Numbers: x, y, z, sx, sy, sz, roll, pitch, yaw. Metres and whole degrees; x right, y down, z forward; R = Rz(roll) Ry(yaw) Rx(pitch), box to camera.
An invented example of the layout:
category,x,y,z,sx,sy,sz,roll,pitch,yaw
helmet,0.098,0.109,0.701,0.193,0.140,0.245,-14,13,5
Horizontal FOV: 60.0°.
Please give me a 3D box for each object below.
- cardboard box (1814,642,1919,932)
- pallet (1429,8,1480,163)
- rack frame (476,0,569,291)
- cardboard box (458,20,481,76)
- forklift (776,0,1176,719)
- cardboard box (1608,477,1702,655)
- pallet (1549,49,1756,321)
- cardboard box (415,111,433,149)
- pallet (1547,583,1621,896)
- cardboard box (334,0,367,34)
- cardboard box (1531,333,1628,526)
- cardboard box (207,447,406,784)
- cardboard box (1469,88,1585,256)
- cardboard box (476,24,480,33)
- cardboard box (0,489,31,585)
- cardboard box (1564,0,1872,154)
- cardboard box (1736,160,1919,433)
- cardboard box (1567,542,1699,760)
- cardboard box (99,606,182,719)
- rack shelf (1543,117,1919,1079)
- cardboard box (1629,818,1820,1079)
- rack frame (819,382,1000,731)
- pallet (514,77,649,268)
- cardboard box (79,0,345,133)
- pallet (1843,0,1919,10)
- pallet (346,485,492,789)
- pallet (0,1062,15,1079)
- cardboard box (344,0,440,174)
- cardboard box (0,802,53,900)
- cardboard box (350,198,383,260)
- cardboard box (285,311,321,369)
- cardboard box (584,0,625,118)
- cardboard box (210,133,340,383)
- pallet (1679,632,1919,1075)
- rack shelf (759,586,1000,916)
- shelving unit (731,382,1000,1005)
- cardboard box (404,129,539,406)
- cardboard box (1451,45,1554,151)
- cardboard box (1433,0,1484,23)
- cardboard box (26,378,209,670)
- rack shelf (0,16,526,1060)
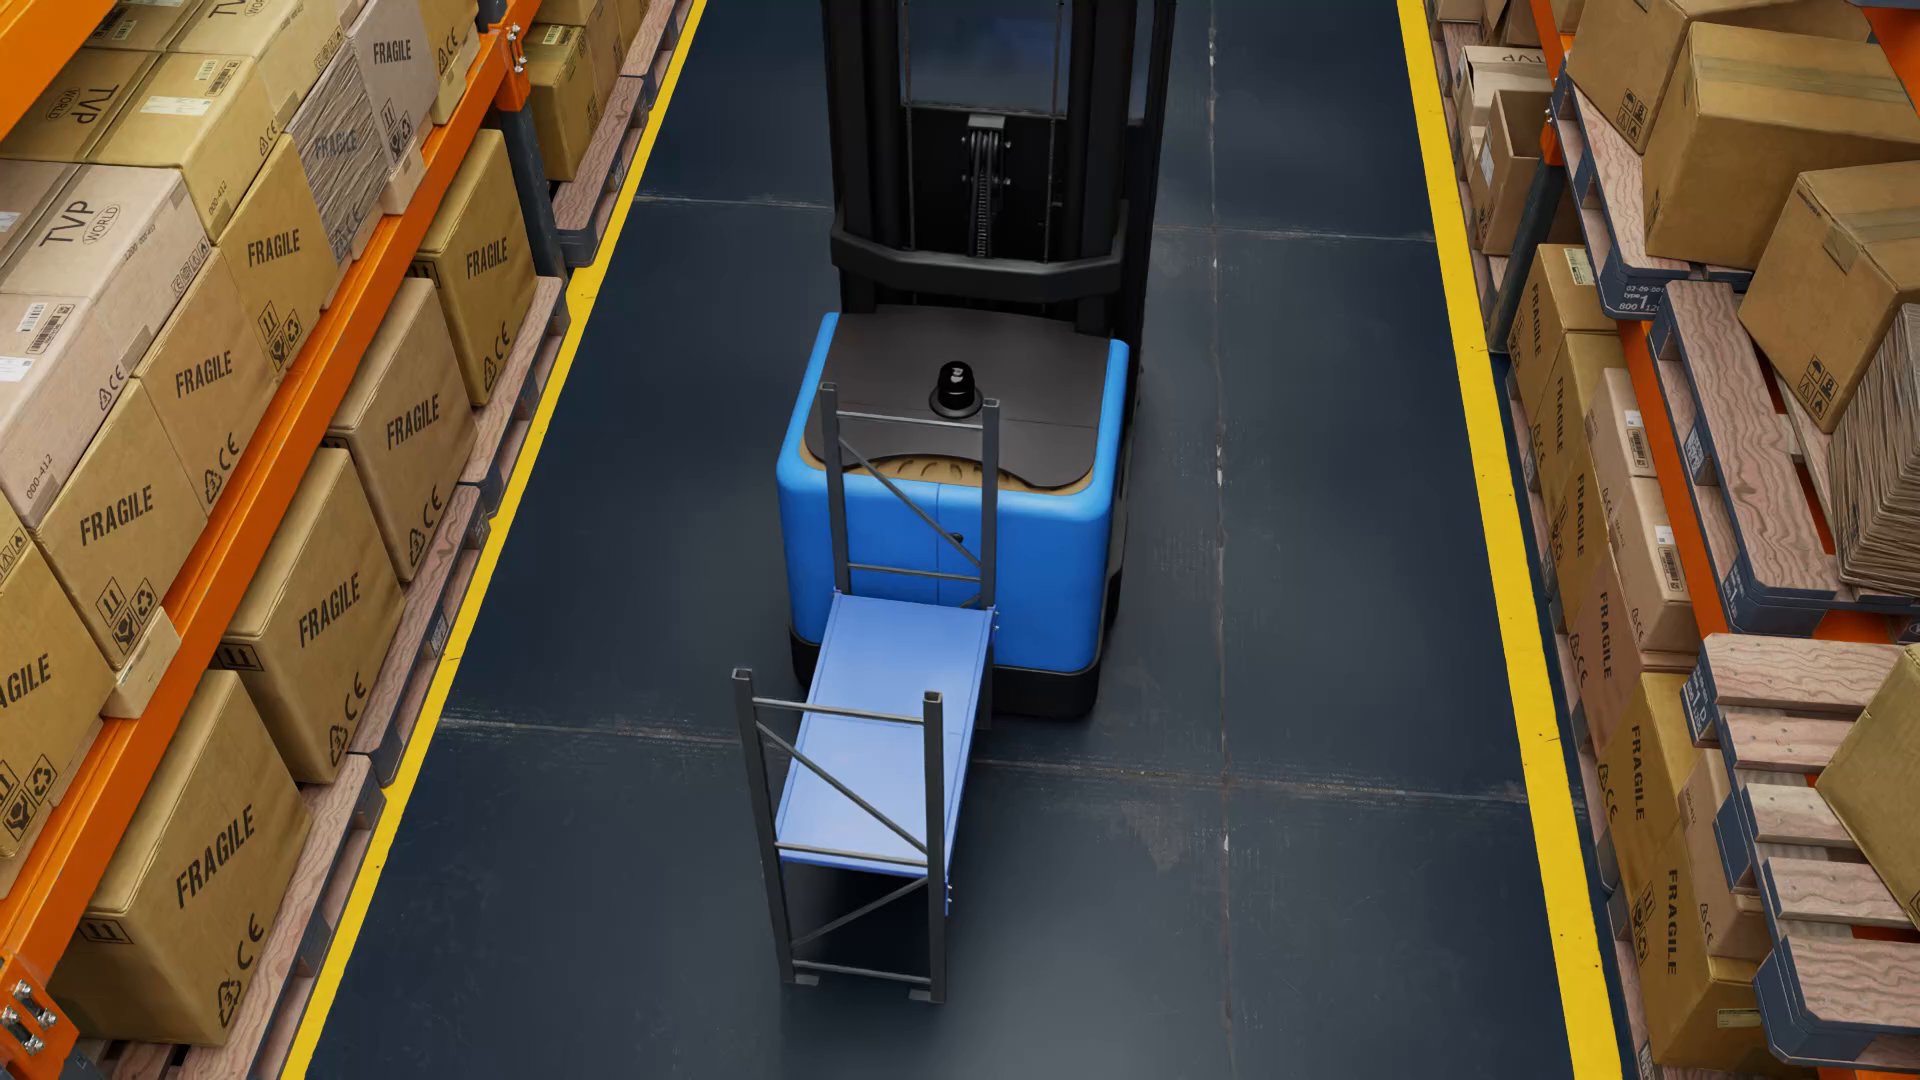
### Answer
category,x,y,z,sx,sy,sz,roll,pitch,yaw
cardboard box,2.298,0.492,3.415,0.700,0.500,0.500,-11,48,-10
pallet,2.889,-2.264,8.178,1.003,0.211,1.213,4,48,4
rack frame,-2.216,-2.132,6.167,1.000,3.000,0.127,4,48,4
cardboard box,-1.965,-1.787,6.008,0.380,0.149,0.250,4,48,4
forklift,0.152,-1.489,5.626,1.130,2.935,3.031,6,48,6
cardboard box,2.294,0.083,5.029,0.500,0.250,0.500,3,48,3
pallet,2.536,-1.157,5.406,1.003,0.211,1.213,4,48,4
cardboard box,-2.033,-1.412,5.666,0.380,0.149,0.250,5,48,5
pallet,2.572,0.639,5.523,1.003,0.211,1.213,4,48,4
cardboard box,-2.060,-1.791,5.064,0.500,0.250,0.500,5,48,4
cardboard box,2.393,-0.375,5.956,0.500,0.500,0.500,4,48,4
cardboard box,-2.297,0.216,5.192,0.750,0.750,0.750,4,48,3
cardboard box,2.487,-1.544,7.026,0.500,0.500,0.500,4,48,4
cardboard box,-2.257,-2.099,7.106,0.380,0.149,0.250,4,48,3
cardboard box,-2.280,0.076,3.357,0.500,0.250,0.500,5,48,4
cardboard box,2.451,-1.644,5.369,0.700,0.500,0.500,-11,48,-10
cardboard box,2.618,-0.675,4.482,0.700,0.500,0.500,-7,48,-6
cardboard box,2.293,0.363,5.281,0.500,0.500,0.500,2,48,2
cardboard box,-2.180,0.285,4.113,0.380,0.149,0.250,5,48,5
rack shelf,2.535,-0.089,4.786,1.077,0.370,4.000,4,48,4
cardboard box,2.204,1.130,4.580,0.500,0.500,0.500,6,48,5
rack frame,-0.140,0.104,5.138,0.500,1.500,0.032,6,48,6
pallet,-2.069,-1.744,7.703,1.003,0.211,1.213,4,48,4
cardboard box,-2.107,-1.416,4.721,0.500,0.250,0.500,5,48,4
pallet,2.496,-1.514,3.696,1.213,0.211,1.003,4,48,4
pallet,-2.320,0.280,5.851,1.003,0.211,1.213,4,48,4
pallet,-2.540,1.403,3.064,1.213,0.211,1.003,4,48,4
cardboard box,-2.044,-1.541,5.344,0.500,0.500,0.500,4,48,4
cardboard box,-2.320,0.659,3.771,0.380,0.149,0.250,3,48,3
cardboard box,-2.087,-1.039,5.324,0.380,0.149,0.250,4,48,4
cardboard box,-2.160,-0.662,4.979,0.380,0.149,0.250,5,48,5
cardboard box,-1.997,-2.342,7.768,0.700,0.500,0.500,3,48,3
cardboard box,-2.139,-0.805,4.671,0.500,0.500,0.500,5,48,5
pallet,2.345,0.700,3.707,1.213,0.211,1.003,4,48,4
rack shelf,-0.215,0.597,4.931,0.538,0.185,1.000,6,48,6
shelving unit,-0.215,0.475,4.799,0.538,1.500,1.048,6,48,6
cardboard box,-2.146,-1.062,6.361,0.750,0.750,0.750,4,48,4
cardboard box,2.555,-2.032,7.599,0.500,0.311,0.500,4,48,4
cardboard box,2.659,-2.846,8.386,0.500,0.250,0.500,4,48,4
cardboard box,-2.225,-0.058,3.987,0.500,0.500,0.500,5,48,5
rack shelf,-2.398,-0.420,5.089,1.077,0.370,4.000,4,48,4
